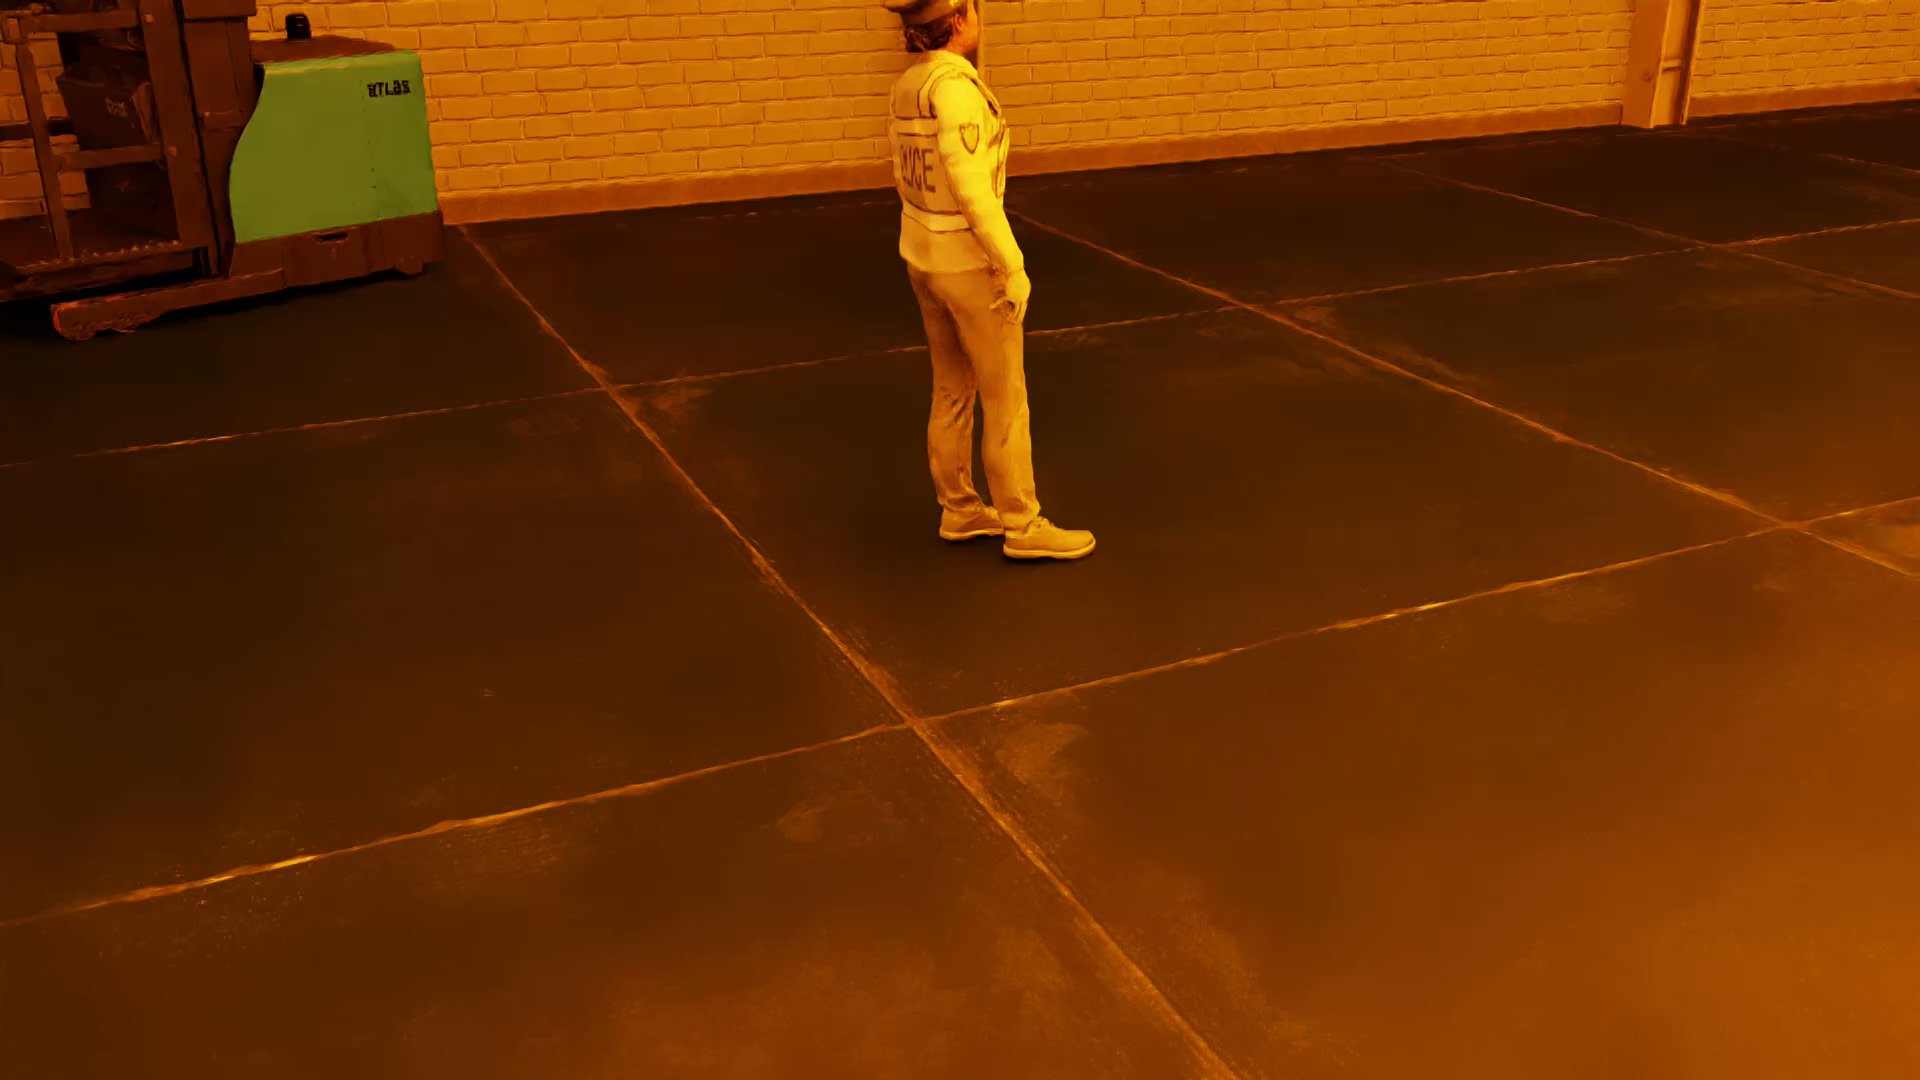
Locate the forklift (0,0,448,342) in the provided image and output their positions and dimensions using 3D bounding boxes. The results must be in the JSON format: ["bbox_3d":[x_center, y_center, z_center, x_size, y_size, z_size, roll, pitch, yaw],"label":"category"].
[{"bbox_3d":[-3.963,-2.430,7.136,1.130,2.935,3.031,21,30,41],"label":"forklift"}]

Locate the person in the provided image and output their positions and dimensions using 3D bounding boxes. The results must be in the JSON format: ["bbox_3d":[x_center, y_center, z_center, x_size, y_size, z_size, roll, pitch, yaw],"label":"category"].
[{"bbox_3d":[0.064,-0.798,4.799,0.533,1.695,0.586,-10,25,-23],"label":"person"}]
